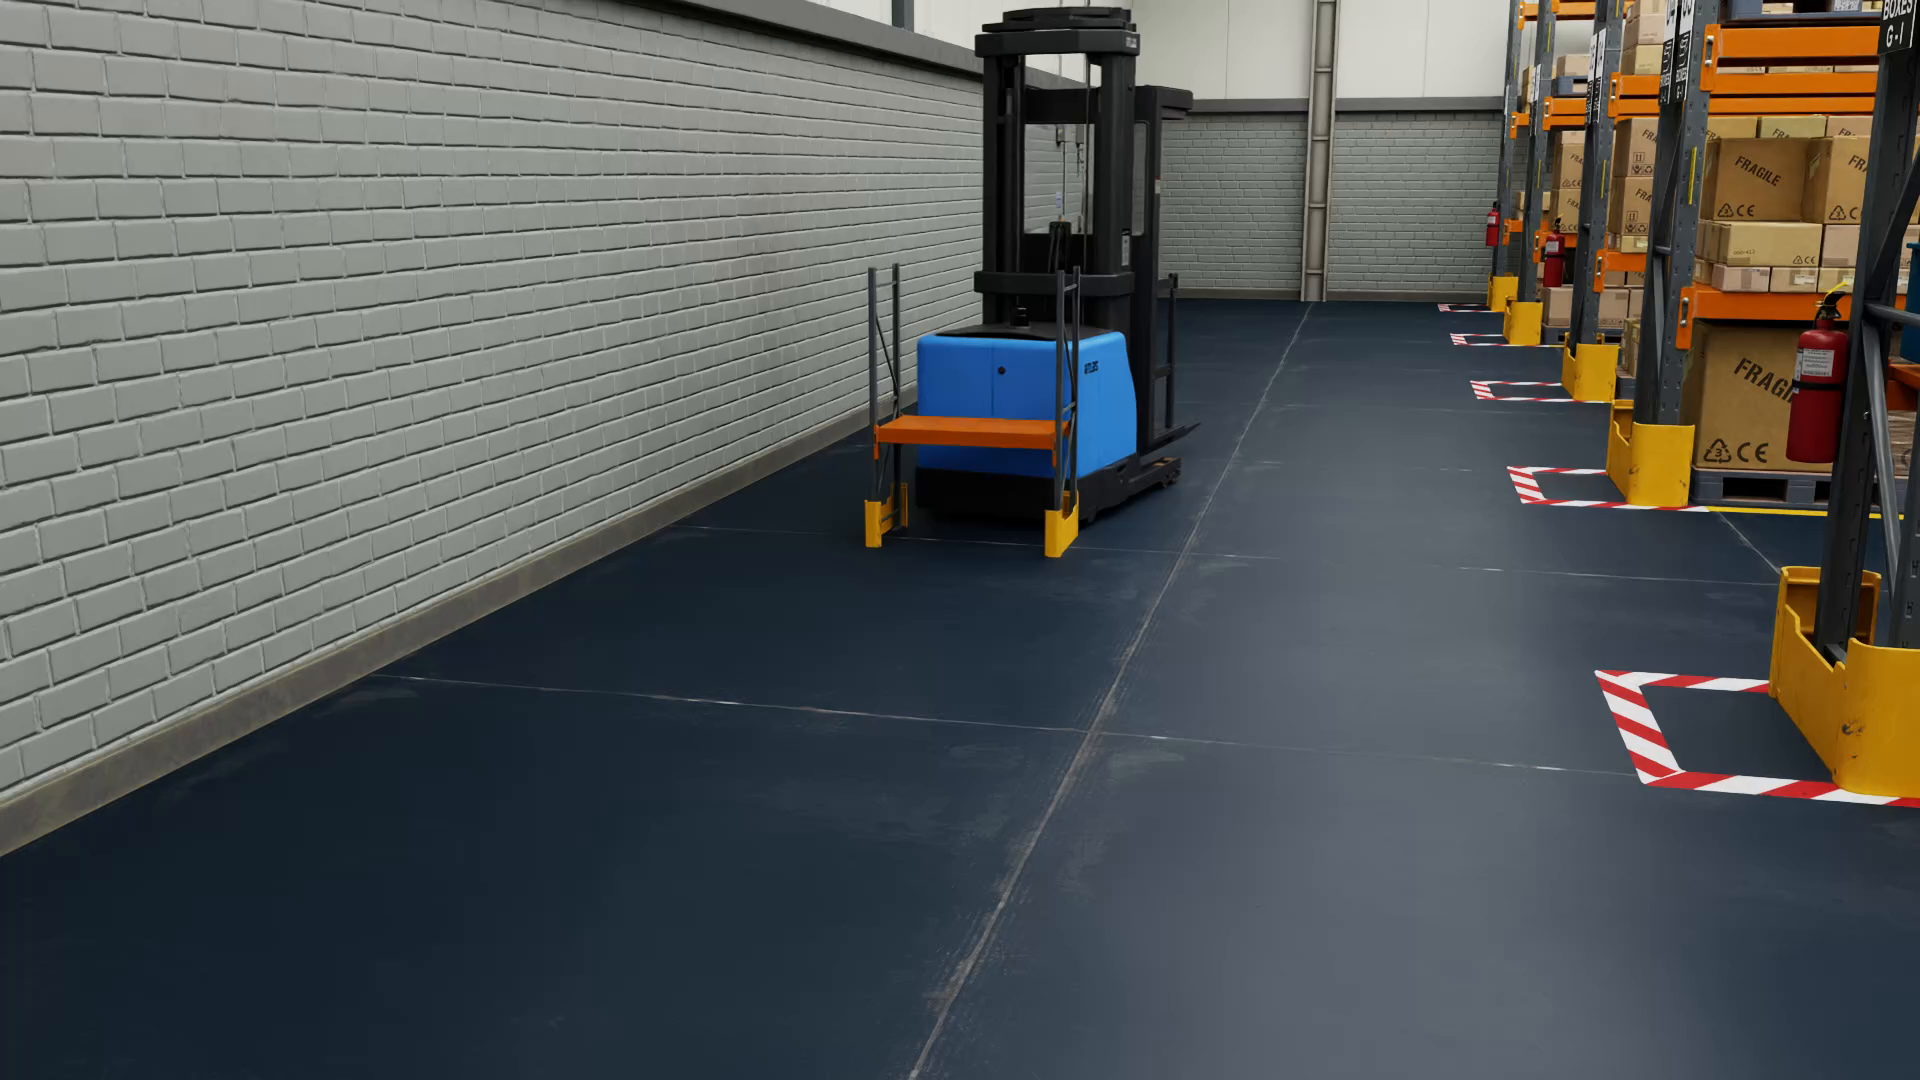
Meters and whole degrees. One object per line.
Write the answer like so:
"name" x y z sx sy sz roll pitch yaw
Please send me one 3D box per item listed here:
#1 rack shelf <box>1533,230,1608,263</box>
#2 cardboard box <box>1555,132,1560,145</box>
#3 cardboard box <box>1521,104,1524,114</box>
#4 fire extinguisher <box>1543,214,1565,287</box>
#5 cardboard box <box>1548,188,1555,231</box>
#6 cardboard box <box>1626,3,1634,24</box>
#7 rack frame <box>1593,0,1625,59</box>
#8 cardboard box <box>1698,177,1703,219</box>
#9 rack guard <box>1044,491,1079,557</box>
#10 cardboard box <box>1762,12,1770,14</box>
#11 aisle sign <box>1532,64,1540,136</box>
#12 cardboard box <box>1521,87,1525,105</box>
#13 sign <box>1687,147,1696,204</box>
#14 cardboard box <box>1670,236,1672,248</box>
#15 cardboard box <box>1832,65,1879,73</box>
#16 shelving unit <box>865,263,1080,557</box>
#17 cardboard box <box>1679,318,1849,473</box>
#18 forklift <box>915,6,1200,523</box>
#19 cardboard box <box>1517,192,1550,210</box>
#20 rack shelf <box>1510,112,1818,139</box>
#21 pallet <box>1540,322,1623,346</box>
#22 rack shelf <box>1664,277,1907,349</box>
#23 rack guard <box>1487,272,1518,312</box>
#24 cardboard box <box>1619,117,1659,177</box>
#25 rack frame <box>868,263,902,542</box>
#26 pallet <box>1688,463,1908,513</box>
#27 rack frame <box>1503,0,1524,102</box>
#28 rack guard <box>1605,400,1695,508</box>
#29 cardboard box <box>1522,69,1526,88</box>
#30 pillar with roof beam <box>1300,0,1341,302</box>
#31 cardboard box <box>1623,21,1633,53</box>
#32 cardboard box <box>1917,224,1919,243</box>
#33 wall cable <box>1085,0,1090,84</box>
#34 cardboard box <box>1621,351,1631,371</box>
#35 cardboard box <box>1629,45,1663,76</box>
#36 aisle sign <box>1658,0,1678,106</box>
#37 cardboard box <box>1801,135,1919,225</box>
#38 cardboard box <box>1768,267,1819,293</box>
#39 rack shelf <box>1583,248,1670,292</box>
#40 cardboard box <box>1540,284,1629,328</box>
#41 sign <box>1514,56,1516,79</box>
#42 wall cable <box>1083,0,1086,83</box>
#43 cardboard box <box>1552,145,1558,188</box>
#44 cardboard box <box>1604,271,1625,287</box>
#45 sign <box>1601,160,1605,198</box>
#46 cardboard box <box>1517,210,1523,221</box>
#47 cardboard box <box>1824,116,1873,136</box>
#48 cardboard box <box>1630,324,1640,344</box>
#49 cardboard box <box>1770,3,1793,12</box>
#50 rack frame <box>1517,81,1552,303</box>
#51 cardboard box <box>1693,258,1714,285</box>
"rack shelf" 8.742 -3.417 19.371 4.000 0.370 1.077 3 13 14
"cardboard box" 7.197 -4.749 19.677 0.250 0.149 0.380 3 13 14
"cardboard box" 8.352 -6.290 24.313 0.250 0.149 0.380 3 13 15
"fire extinguisher" 5.578 -2.716 15.591 0.183 0.674 0.296 3 13 14
"cardboard box" 7.332 -3.952 19.888 0.500 0.500 0.500 3 13 14
"cardboard box" 6.105 -4.700 14.840 0.250 0.149 0.380 3 13 13
"rack frame" 5.712 -5.755 14.396 0.127 3.000 1.000 3 13 14
"cardboard box" 6.608 -2.916 14.535 0.500 0.500 0.500 3 13 14
"rack guard" 0.555 -0.092 9.067 0.087 0.250 0.587 3 13 14
"cardboard box" 6.583 -4.357 14.213 0.500 0.250 0.500 3 13 13
"aisle sign" 6.661 -5.084 19.221 0.004 0.787 0.394 3 13 14
"cardboard box" 8.483 -6.487 24.280 0.500 0.250 0.500 3 13 13
"sign" 4.287 -2.133 9.741 0.005 0.325 0.100 3 13 14
"cardboard box" 6.205 -2.613 14.666 0.250 0.149 0.380 4 13 16
"cardboard box" 7.599 -4.059 14.023 0.500 0.250 0.500 3 13 13
"shelving unit" 0.073 -0.729 9.052 1.083 1.500 0.587 3 13 14
"cardboard box" 5.066 -0.939 10.479 0.875 0.875 0.875 3 13 14
"forklift" 0.808 -1.803 10.594 1.130 2.935 3.031 6 14 24
"cardboard box" 8.362 -4.908 24.089 0.500 0.250 0.500 3 13 14
"rack shelf" 9.928 -5.925 23.752 4.000 0.370 1.077 3 13 14
"pallet" 7.595 -2.486 19.950 1.213 0.211 1.003 3 13 14
"rack shelf" 6.368 -1.333 9.978 4.000 0.370 1.077 3 13 14
"rack guard" 8.060 -3.692 24.719 0.348 0.500 1.175 3 13 14
"cardboard box" 6.085 -3.429 14.538 0.500 0.500 0.500 3 13 13
"rack frame" -0.411 -0.755 9.171 0.032 1.500 0.500 3 13 14
"pallet" 5.221 -0.402 10.557 1.213 0.211 1.003 3 13 14
"rack frame" 7.986 -7.845 23.817 0.127 3.000 1.000 3 13 14
"rack guard" 4.403 -0.569 10.644 0.348 0.500 1.175 3 13 14
"cardboard box" 8.484 -6.732 24.232 0.500 0.250 0.500 3 13 12
"pillar with roof beam" 4.553 -7.269 21.221 0.400 9.000 9.100 3 13 14
"cardboard box" 6.220 -4.491 14.816 0.500 0.250 0.500 3 13 12
"cardboard box" 5.820 -1.726 9.748 0.500 0.250 0.500 3 13 12
"wall cable" 2.097 -7.797 23.514 0.133 3.039 2.988 3 13 14
"cardboard box" 6.273 -1.656 15.383 0.250 0.149 0.380 3 13 14
"cardboard box" 6.087 -4.140 14.390 0.500 0.250 0.500 4 13 16
"aisle sign" 4.428 -3.124 10.388 0.004 0.787 0.394 3 13 14
"cardboard box" 5.313 -2.119 9.786 0.500 0.500 0.500 3 13 12
"cardboard box" 4.941 -1.565 9.941 0.250 0.149 0.380 3 13 13
"rack shelf" 7.654 -2.371 14.656 4.000 0.370 1.077 3 13 14
"cardboard box" 7.465 -2.813 19.933 0.875 0.438 0.875 3 13 12
"sign" 7.856 -6.693 23.533 0.005 0.325 0.100 3 13 14
"wall cable" 1.393 -7.195 20.887 0.029 3.000 2.355 3 13 14
"cardboard box" 7.325 -4.434 19.755 0.500 0.500 0.500 4 13 15
"cardboard box" 9.378 -3.797 24.222 0.500 0.500 0.700 4 13 16
"sign" 5.582 -3.134 14.437 0.005 0.325 0.100 3 13 14
"cardboard box" 8.239 -4.719 24.157 0.250 0.149 0.380 3 13 13
"cardboard box" 7.571 -3.347 14.167 0.500 0.500 0.500 3 13 12
"cardboard box" 6.140 -1.831 14.800 0.250 0.149 0.380 2 13 11
"cardboard box" 6.973 -4.541 14.121 0.250 0.149 0.380 3 13 15
"rack frame" 6.800 -3.872 19.761 0.127 3.000 1.000 3 13 14
"cardboard box" 4.850 -1.716 10.624 0.250 0.149 0.380 3 13 15
